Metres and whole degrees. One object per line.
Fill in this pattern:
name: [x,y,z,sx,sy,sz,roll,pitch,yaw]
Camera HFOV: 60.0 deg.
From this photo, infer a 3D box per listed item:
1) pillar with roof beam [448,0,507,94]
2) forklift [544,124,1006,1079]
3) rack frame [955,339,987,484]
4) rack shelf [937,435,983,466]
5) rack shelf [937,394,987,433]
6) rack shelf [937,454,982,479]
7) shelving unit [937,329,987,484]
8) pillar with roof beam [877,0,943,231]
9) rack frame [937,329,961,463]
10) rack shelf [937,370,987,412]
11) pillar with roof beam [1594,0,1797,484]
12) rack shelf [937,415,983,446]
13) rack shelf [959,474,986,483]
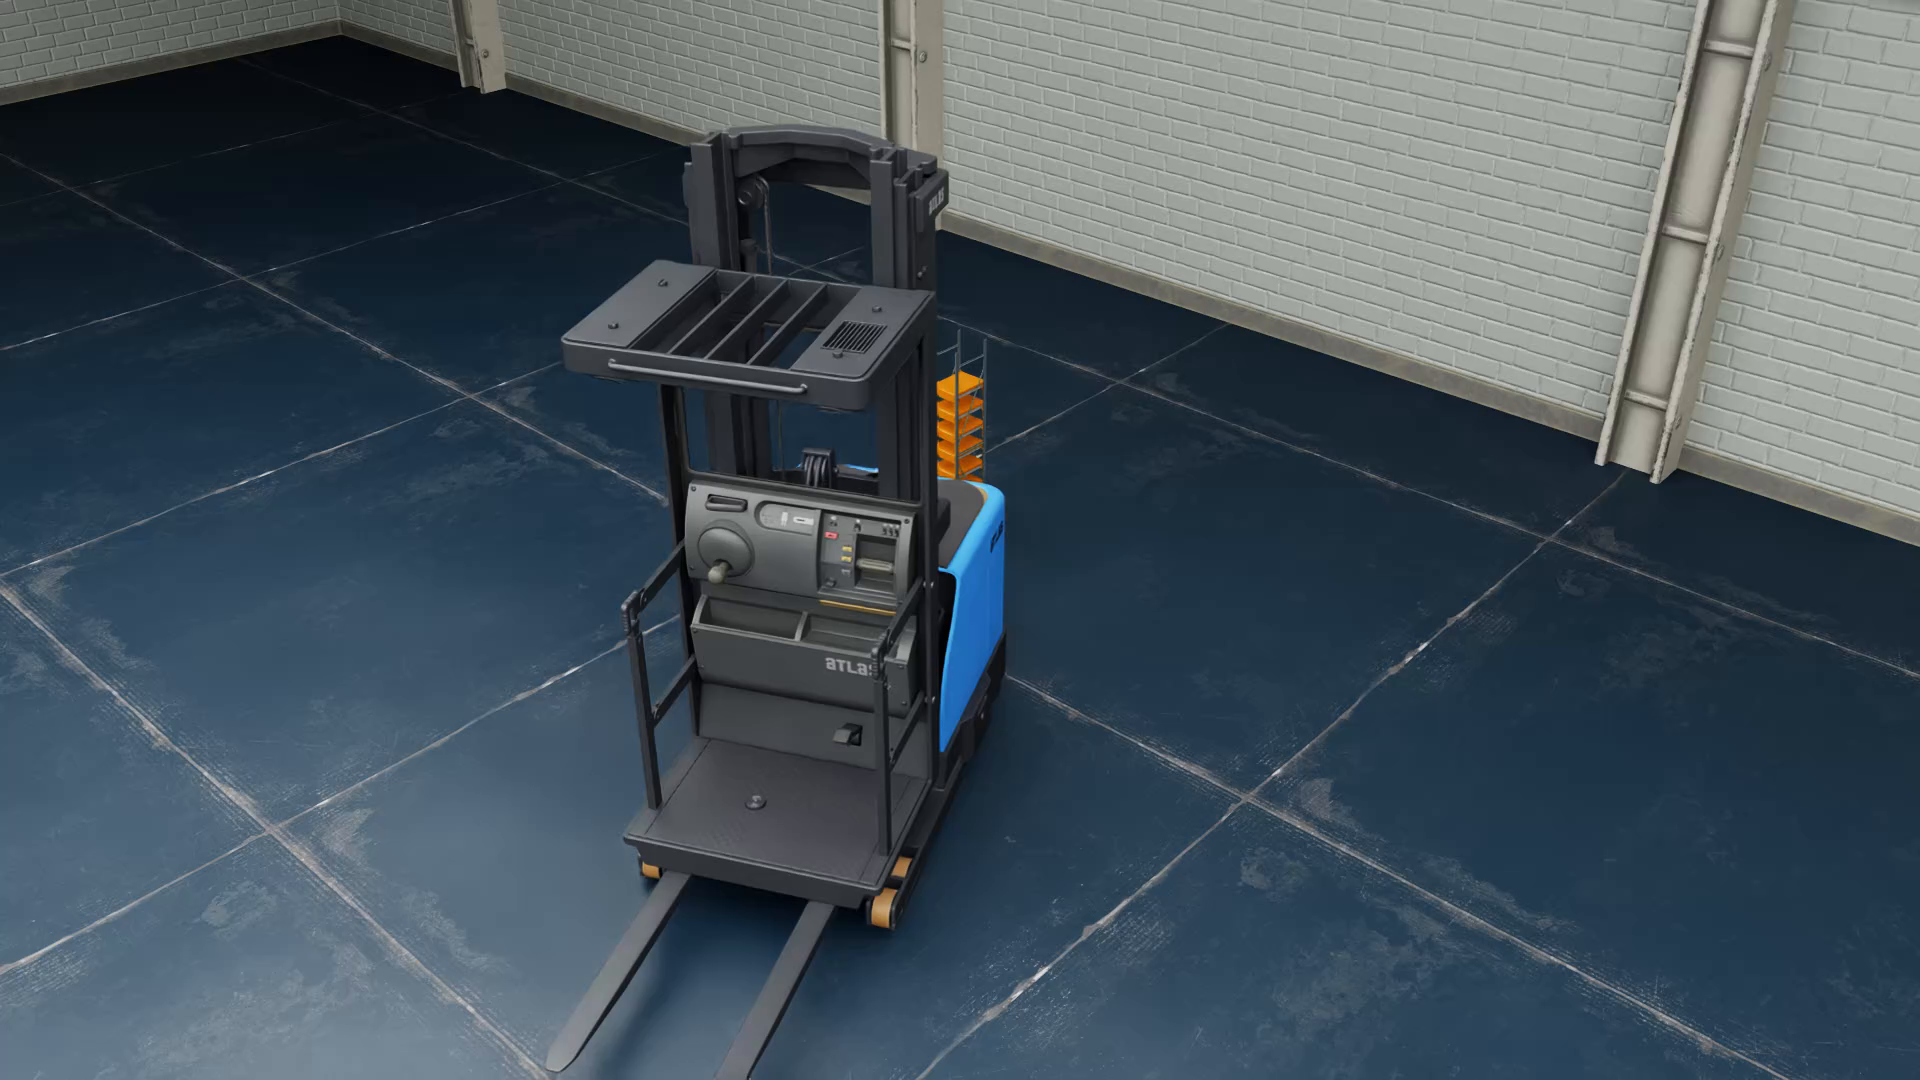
pillar with roof beam: [-7.716,-6.818,11.850,0.400,9.000,9.100,25,39,35]
forklift: [-0.691,0.071,6.290,1.130,2.935,3.031,9,32,14]
rack frame: [0.057,-0.487,8.896,0.006,1.200,0.240,25,39,35]
rack shelf: [-0.011,-0.481,8.972,0.180,0.103,0.258,25,39,35]
rack shelf: [-0.011,-0.687,8.848,0.180,0.103,0.258,25,39,35]
rack shelf: [-0.011,-0.378,9.034,0.180,0.103,0.258,25,39,35]
shelving unit: [-0.011,-0.519,8.949,0.189,1.200,0.258,25,39,35]
pillar with roof beam: [-3.267,-4.741,8.400,0.400,9.000,9.100,25,39,35]
rack frame: [-0.079,-0.551,9.001,0.006,1.200,0.240,25,39,35]
rack shelf: [-0.011,-0.789,8.786,0.180,0.103,0.258,25,39,35]
pillar with roof beam: [1.182,-2.664,4.951,0.400,9.000,9.100,25,39,35]
rack shelf: [-0.011,-0.584,8.910,0.180,0.103,0.258,25,39,35]
rack shelf: [-0.011,-0.275,9.096,0.180,0.103,0.258,25,39,35]
